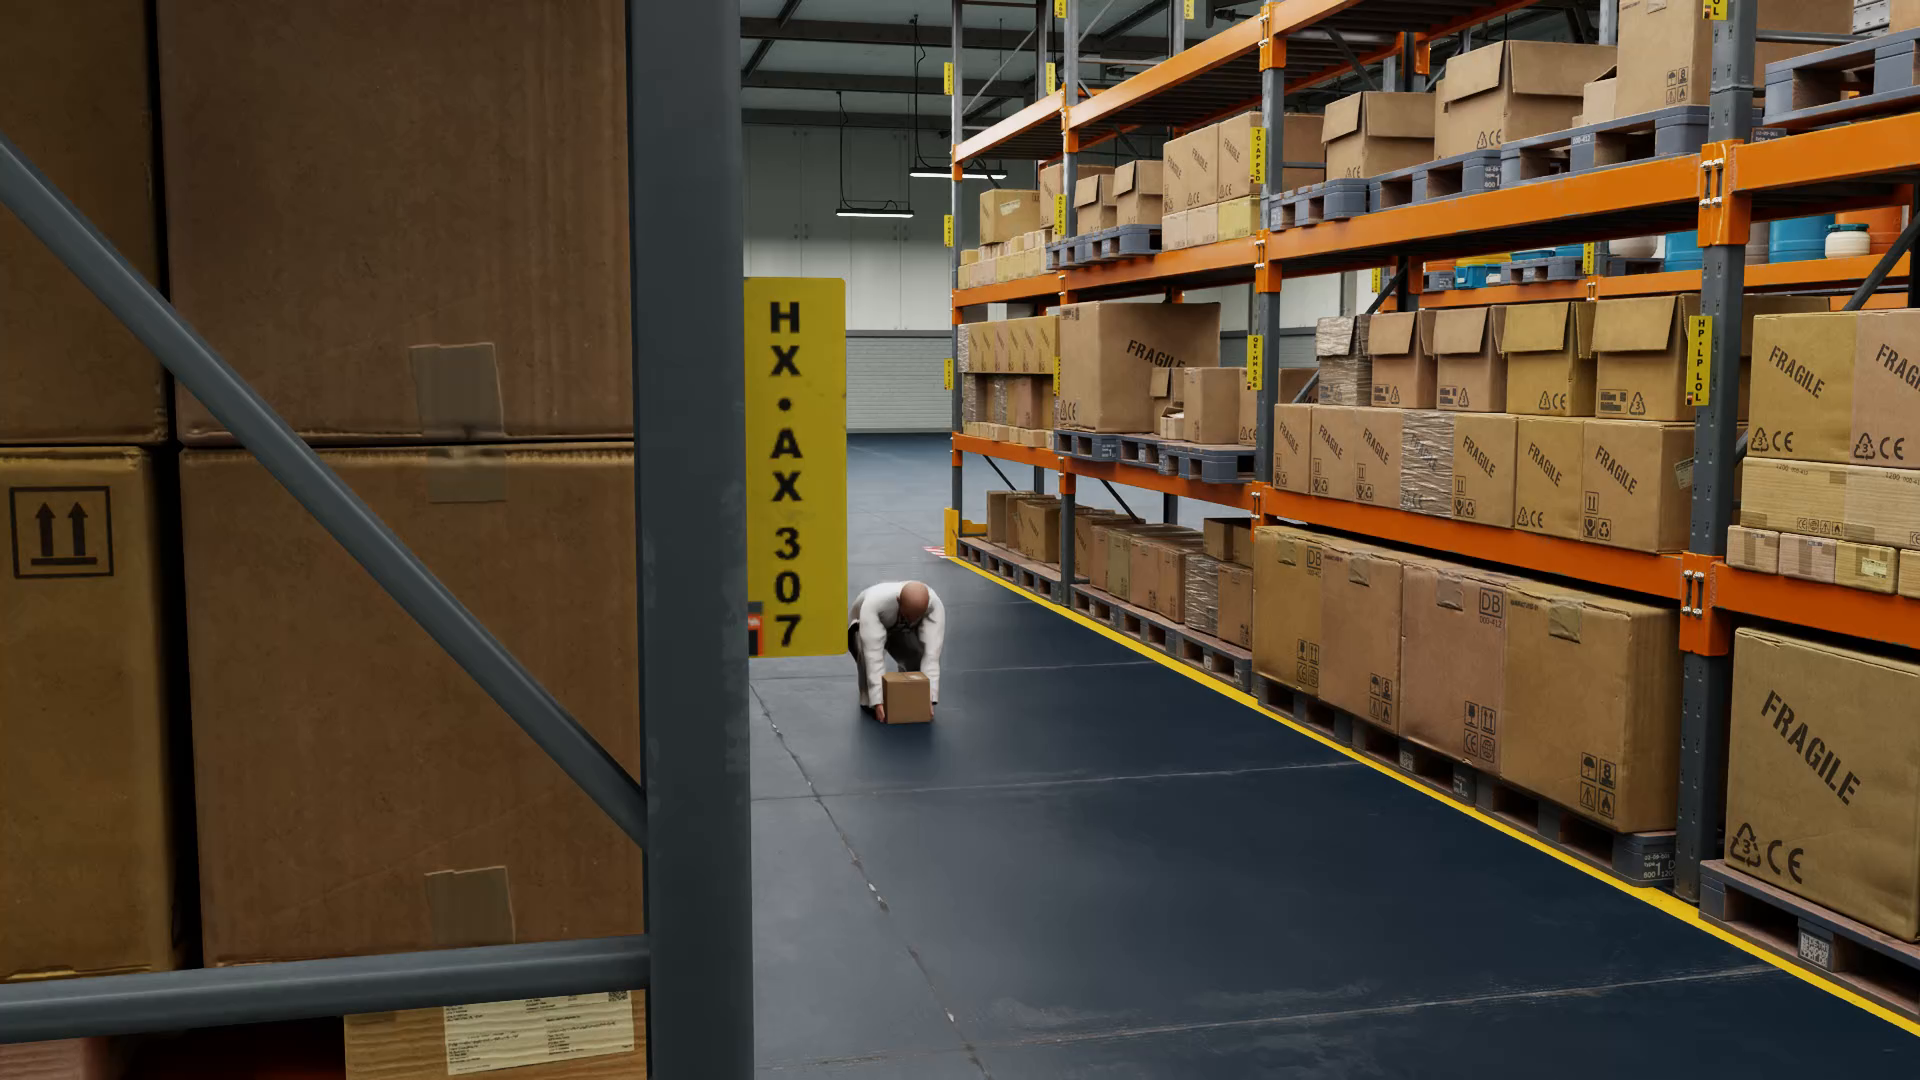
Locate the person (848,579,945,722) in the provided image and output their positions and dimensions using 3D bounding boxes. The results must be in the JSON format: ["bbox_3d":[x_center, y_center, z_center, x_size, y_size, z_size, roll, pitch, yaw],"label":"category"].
[{"bbox_3d":[-0.392,0.638,9.872,0.579,0.885,0.917,-2,6,-15],"label":"person"}]
